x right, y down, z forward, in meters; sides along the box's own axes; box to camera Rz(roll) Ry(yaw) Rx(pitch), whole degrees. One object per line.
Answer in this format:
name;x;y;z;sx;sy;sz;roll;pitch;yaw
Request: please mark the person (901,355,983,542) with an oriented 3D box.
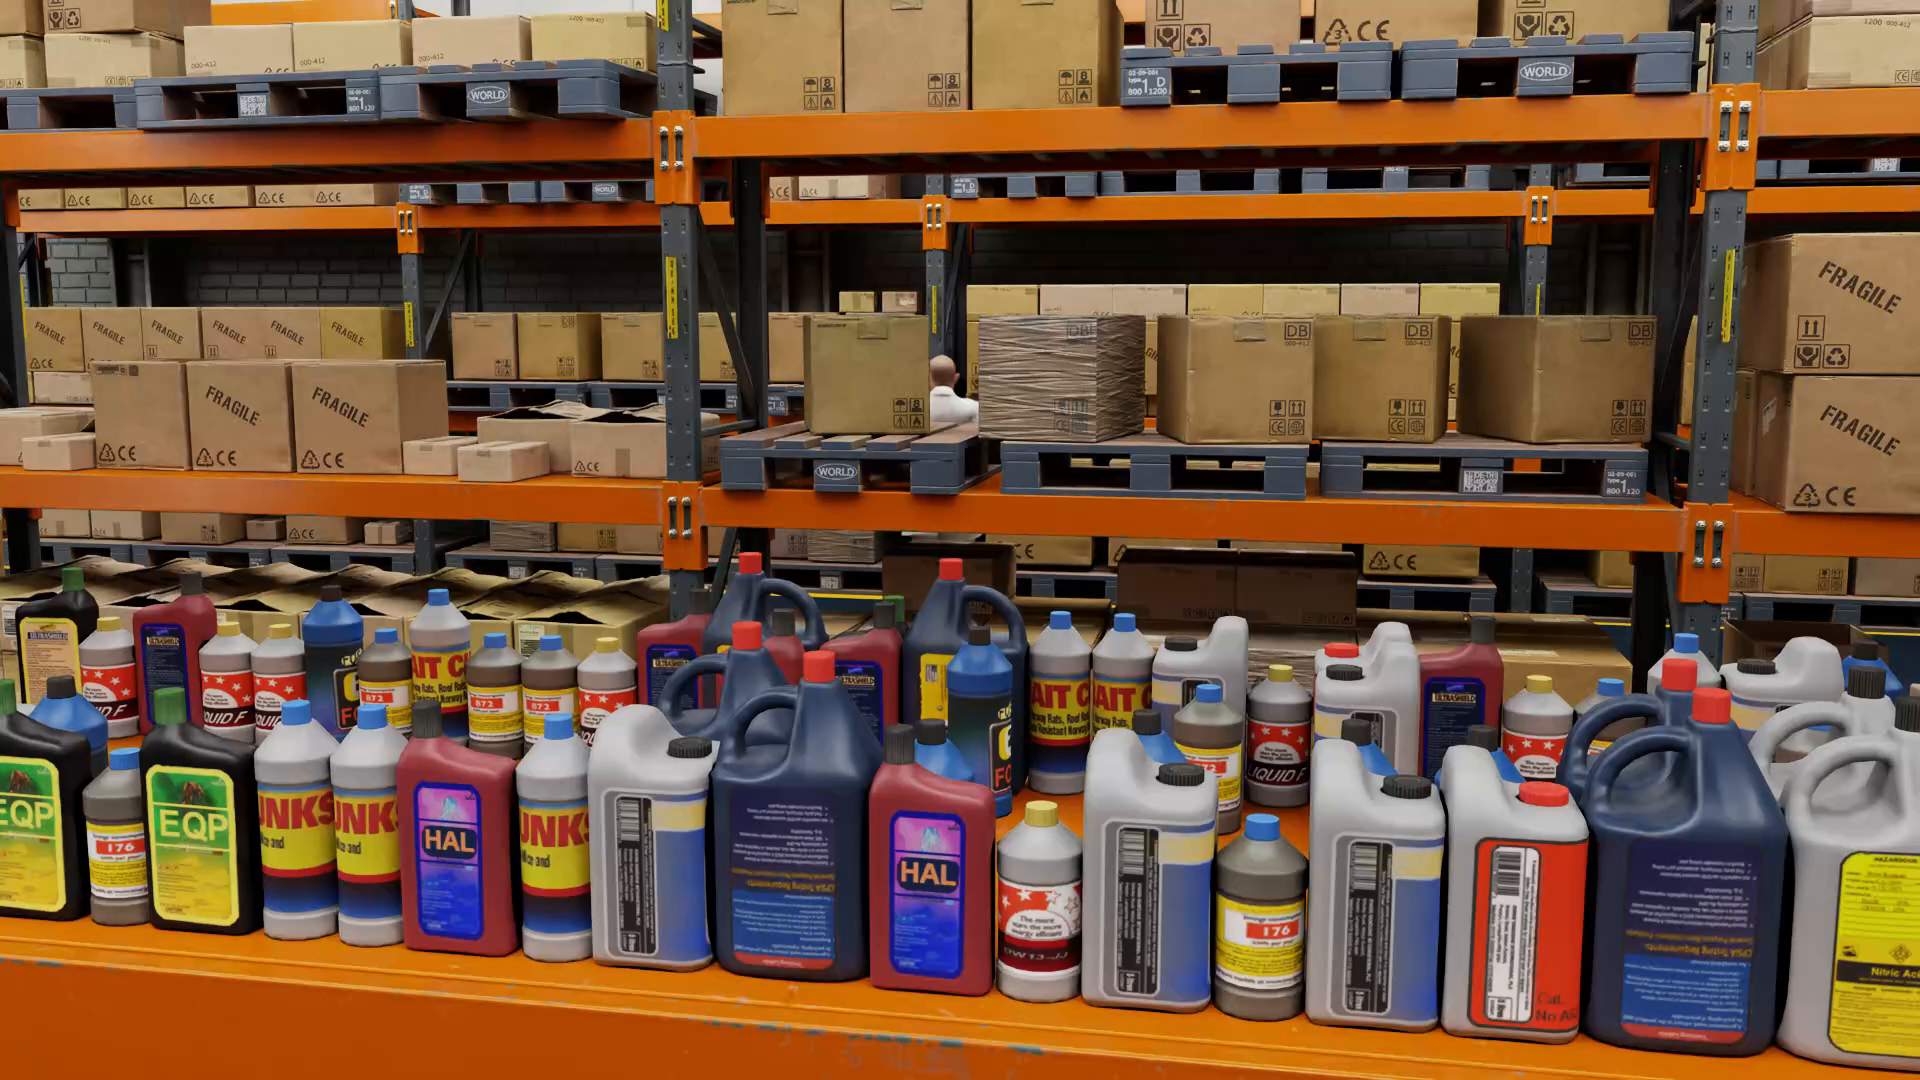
person;-0.113;-0.242;10.076;0.635;1.752;0.840;1;8;4
